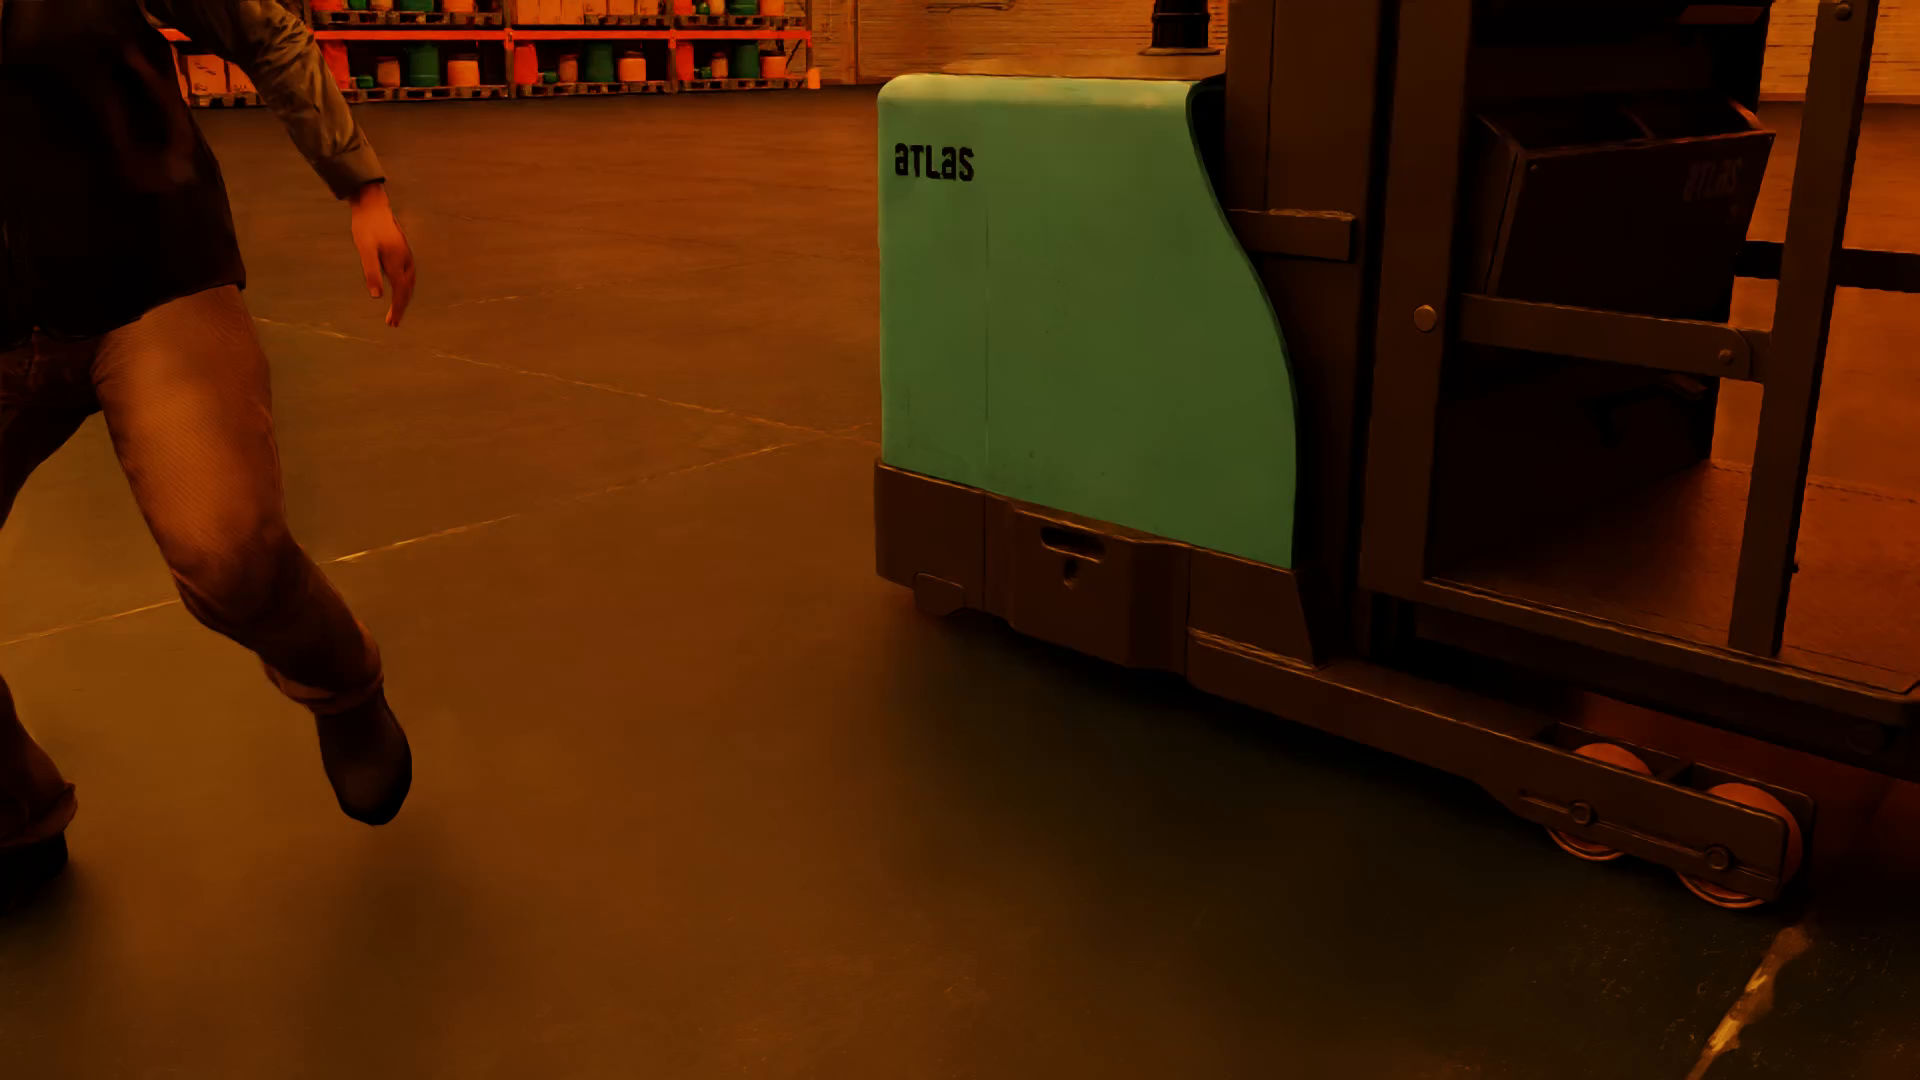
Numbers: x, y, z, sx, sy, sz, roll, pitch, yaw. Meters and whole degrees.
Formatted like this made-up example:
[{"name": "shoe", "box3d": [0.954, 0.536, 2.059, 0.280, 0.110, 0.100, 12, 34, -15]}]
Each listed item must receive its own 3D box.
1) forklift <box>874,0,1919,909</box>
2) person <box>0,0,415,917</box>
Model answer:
[{"name": "forklift", "box3d": [1.221, -1.067, 2.413, 3.031, 2.935, 1.130, 16, 23, 43]}, {"name": "person", "box3d": [-1.155, -0.276, 2.136, 0.853, 1.614, 0.551, -4, 17, -14]}]
